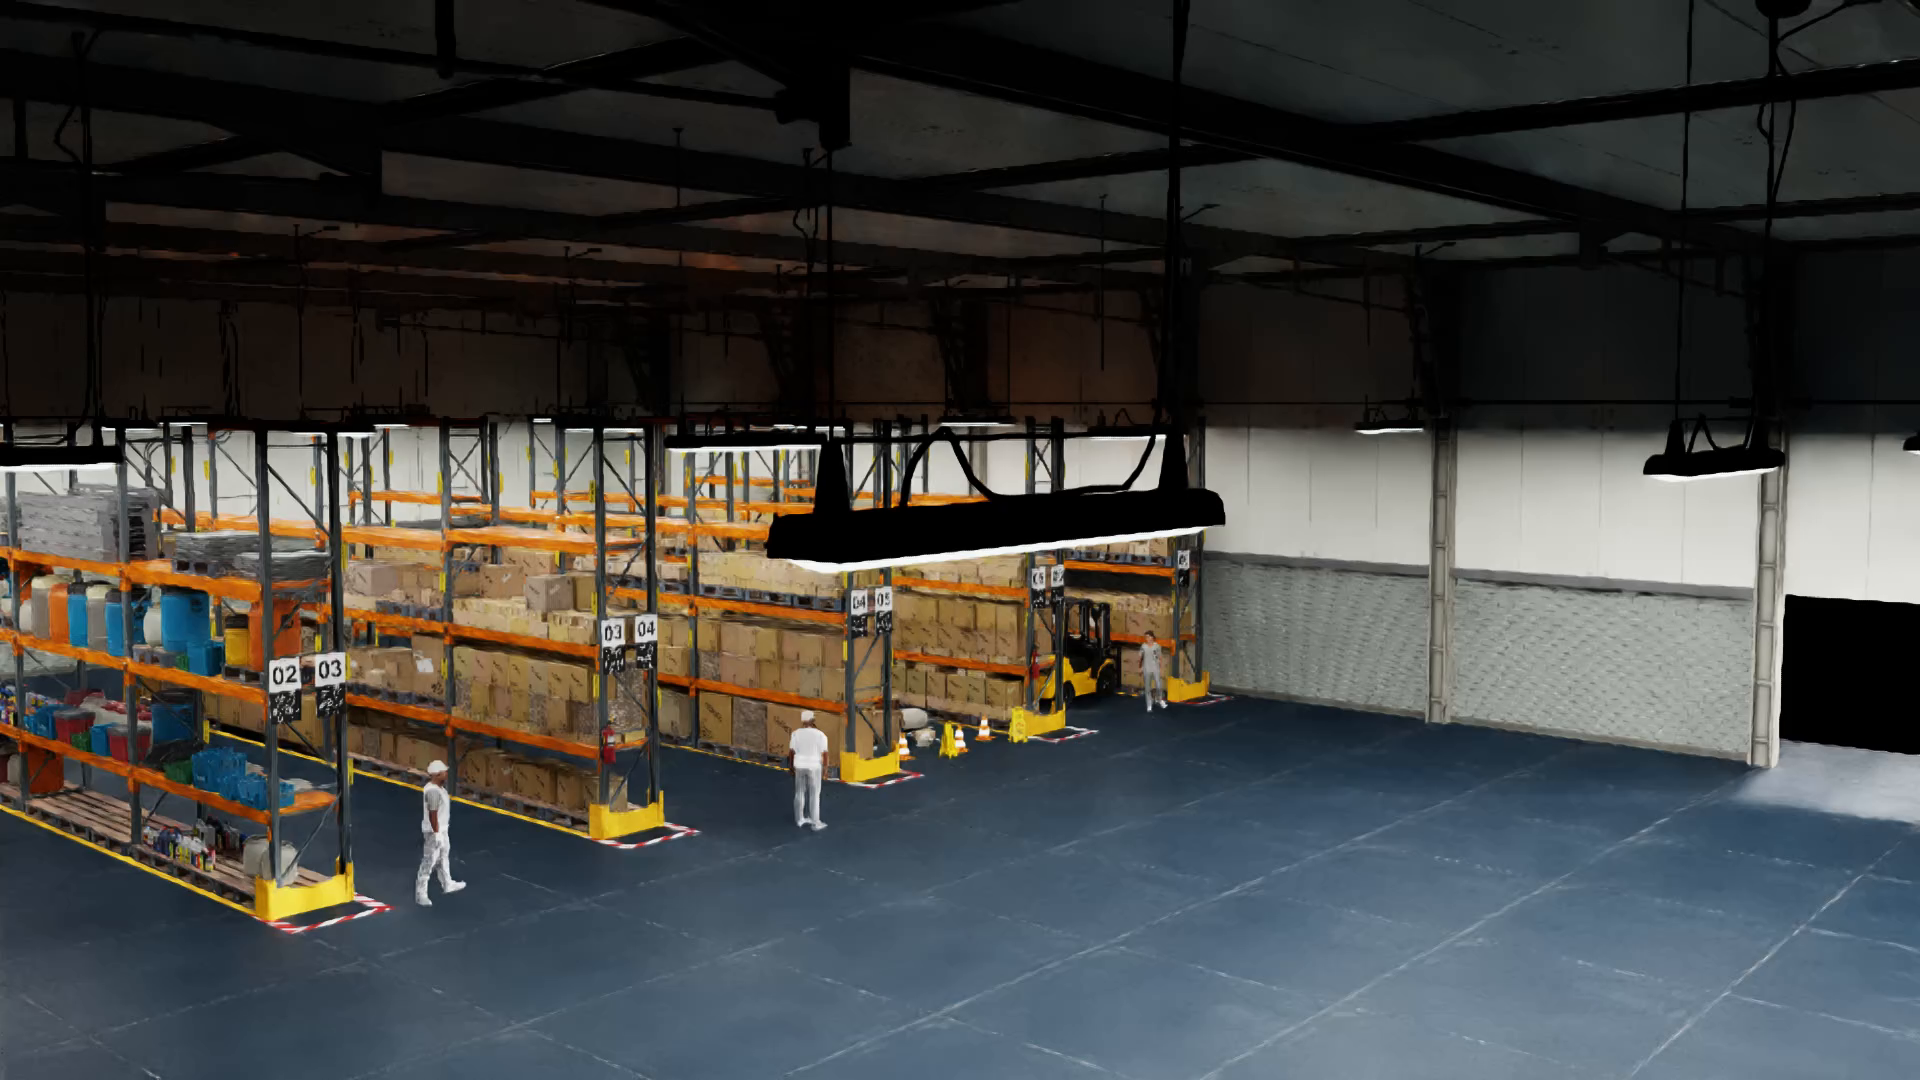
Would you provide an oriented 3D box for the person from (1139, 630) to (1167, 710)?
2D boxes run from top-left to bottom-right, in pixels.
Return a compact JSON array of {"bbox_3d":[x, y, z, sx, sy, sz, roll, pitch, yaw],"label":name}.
[{"bbox_3d":[3.959,2.656,34.084,0.596,1.668,0.448,0,5,6],"label":"person"}]

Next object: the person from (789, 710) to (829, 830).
[{"bbox_3d":[-2.237,3.380,24.686,0.632,1.768,0.453,1,5,13],"label":"person"}]

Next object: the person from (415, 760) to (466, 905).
[{"bbox_3d":[-6.636,3.670,21.151,0.575,1.775,0.738,-1,5,-11],"label":"person"}]
